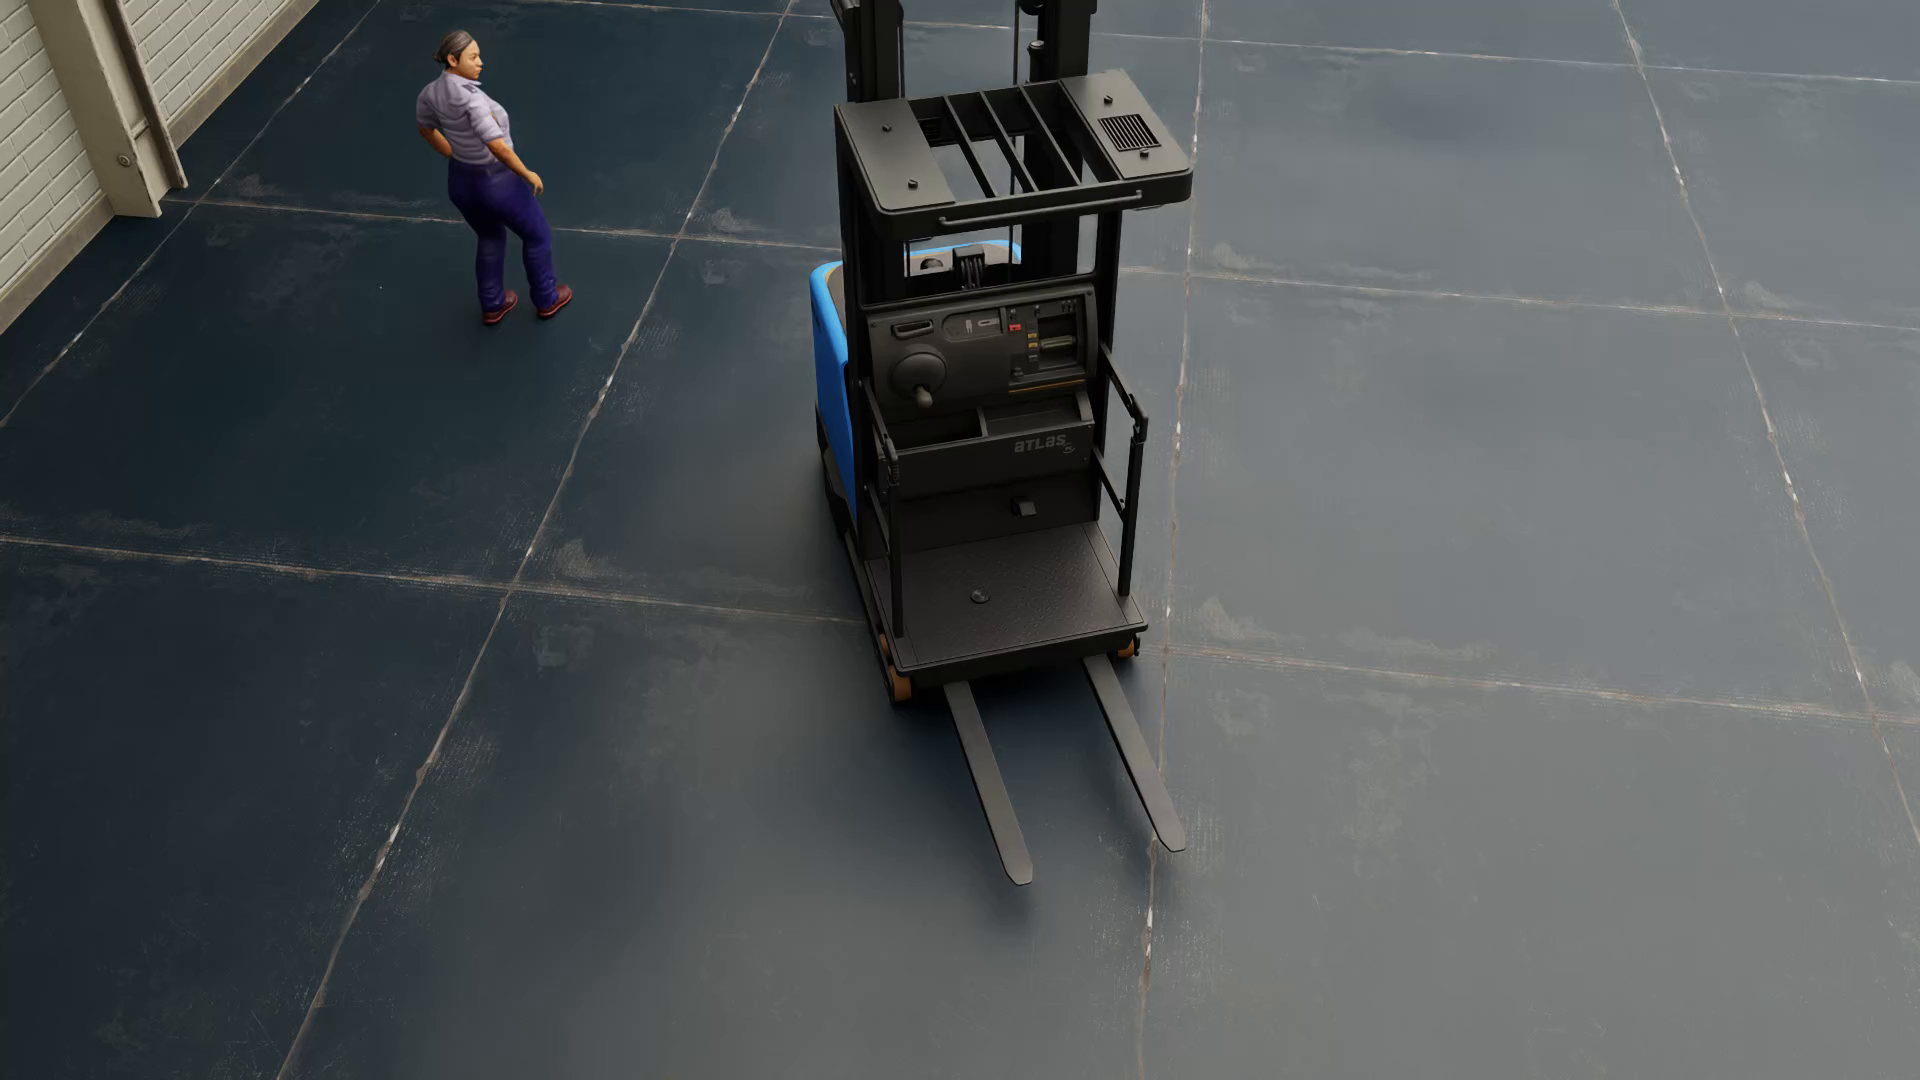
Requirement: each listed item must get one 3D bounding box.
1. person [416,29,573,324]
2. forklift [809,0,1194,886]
[{"bbox_3d":[-2.472,-1.913,8.775,0.680,1.629,0.485,19,46,20],"label":"person"},{"bbox_3d":[0.153,-0.681,6.465,1.130,2.935,3.031,-10,44,-11],"label":"forklift"}]
